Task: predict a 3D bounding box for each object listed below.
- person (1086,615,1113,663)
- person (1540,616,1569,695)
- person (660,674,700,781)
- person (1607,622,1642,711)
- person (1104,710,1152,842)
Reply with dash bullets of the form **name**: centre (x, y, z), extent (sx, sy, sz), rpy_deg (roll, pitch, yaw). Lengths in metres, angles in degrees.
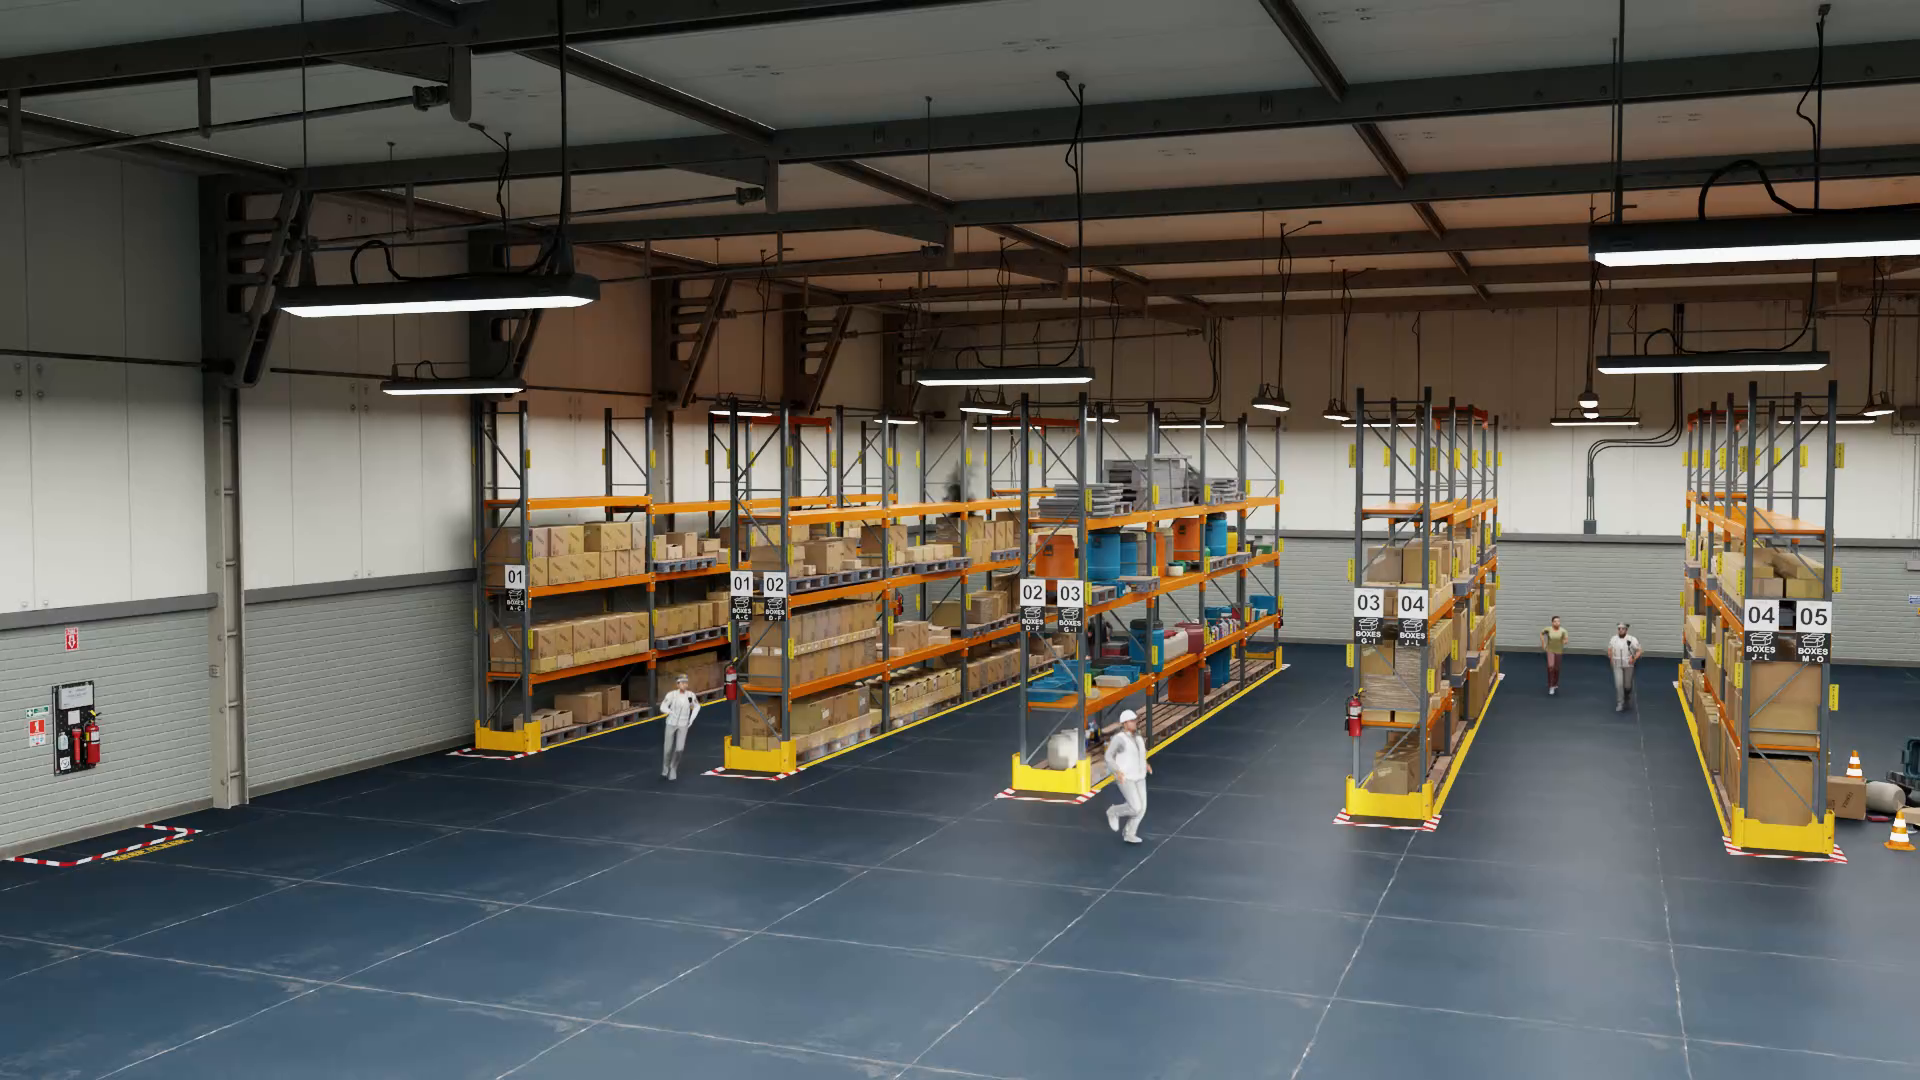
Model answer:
- **person**: centre (3.037, 2.343, 36.747), extent (0.658, 1.737, 0.954), rpy_deg (1, 3, 11)
- **person**: centre (12.737, 2.447, 35.640), extent (0.587, 1.682, 0.802), rpy_deg (1, 3, 12)
- **person**: centre (-4.371, 2.918, 25.967), extent (0.622, 1.674, 0.633), rpy_deg (0, 3, -9)
- **person**: centre (13.299, 2.515, 33.322), extent (0.657, 1.775, 0.698), rpy_deg (2, 3, 29)
- **person**: centre (2.222, 3.086, 21.712), extent (0.658, 1.726, 0.583), rpy_deg (-2, 4, -40)
